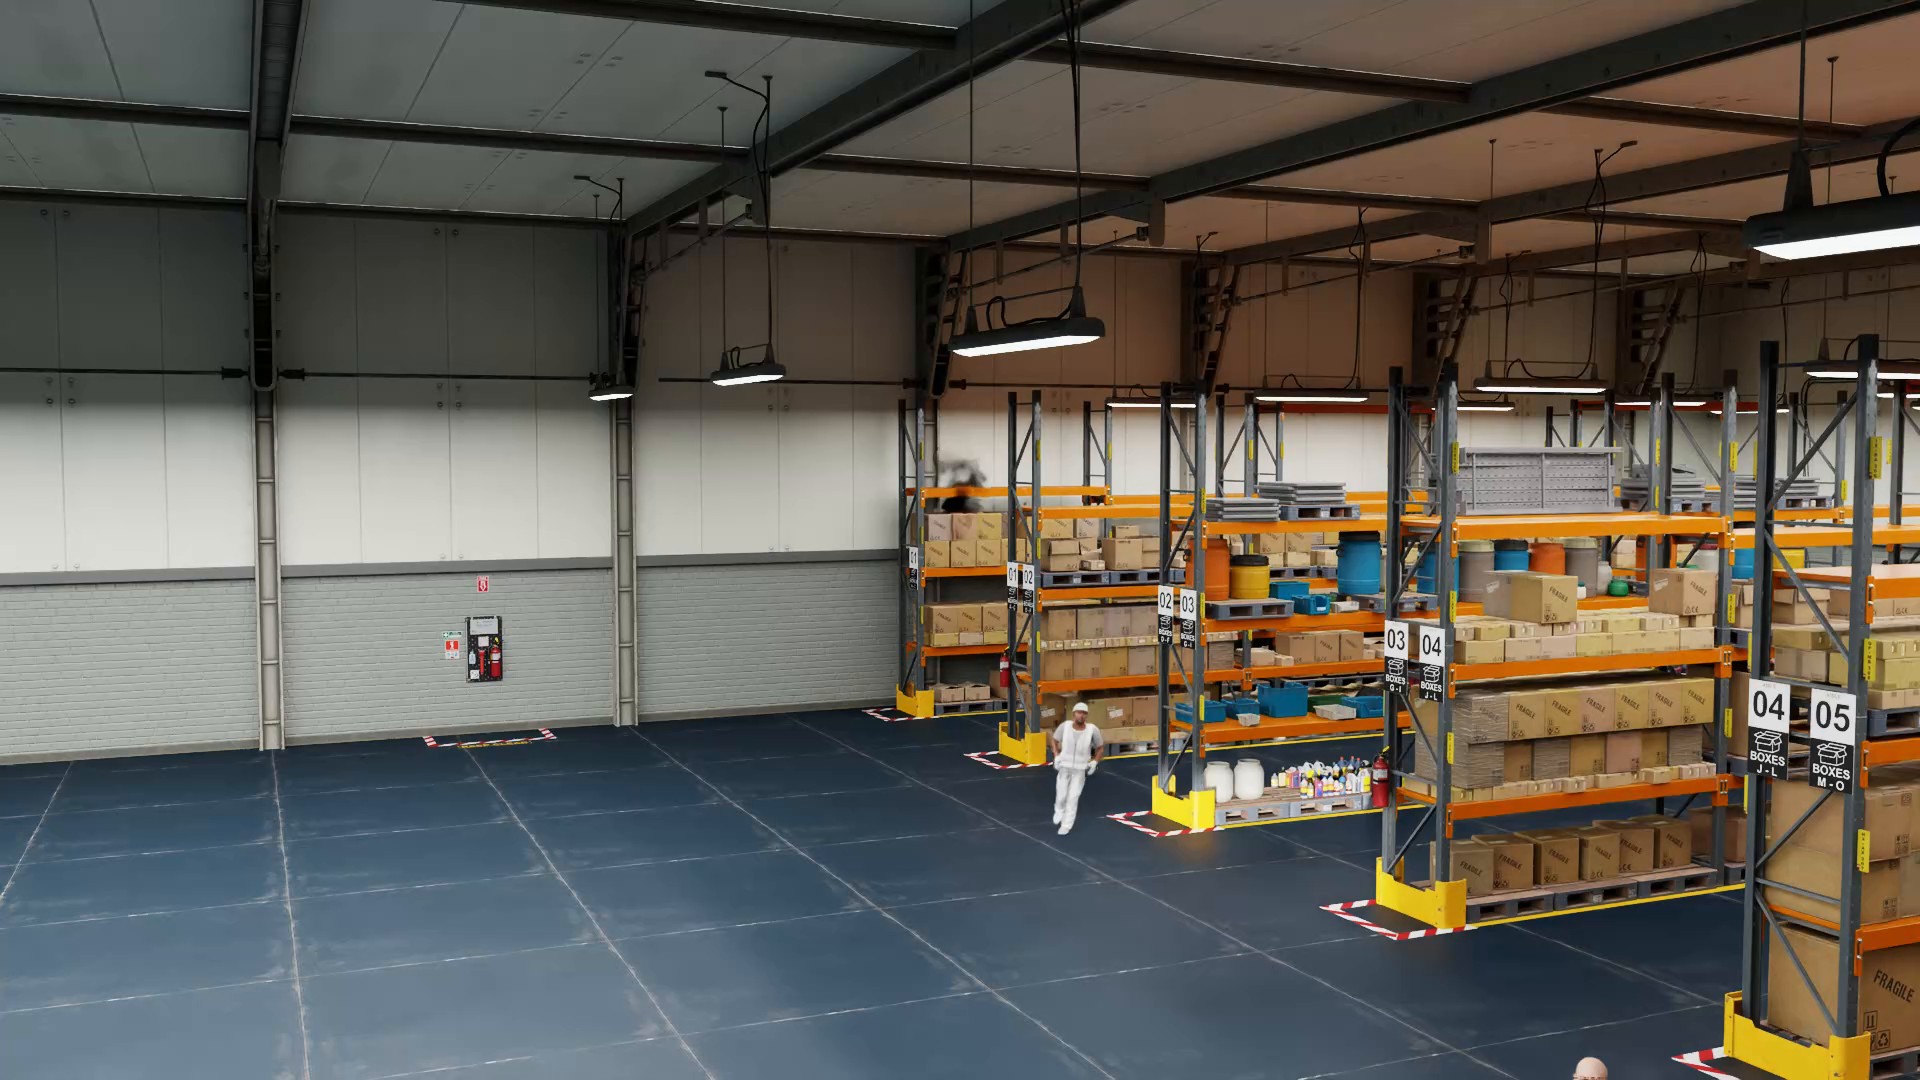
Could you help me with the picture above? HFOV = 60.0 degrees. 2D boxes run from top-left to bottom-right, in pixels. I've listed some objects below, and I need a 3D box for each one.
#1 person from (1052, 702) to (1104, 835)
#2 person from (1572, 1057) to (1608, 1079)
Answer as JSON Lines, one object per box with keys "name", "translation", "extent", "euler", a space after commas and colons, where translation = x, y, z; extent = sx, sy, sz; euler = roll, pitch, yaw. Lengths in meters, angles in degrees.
{"name": "person", "translation": [1.560, 3.007, 22.055], "extent": [0.704, 1.733, 0.602], "euler": [0, 3, 8]}
{"name": "person", "translation": [3.513, 3.745, 9.294], "extent": [0.752, 1.733, 0.708], "euler": [2, 4, 26]}
